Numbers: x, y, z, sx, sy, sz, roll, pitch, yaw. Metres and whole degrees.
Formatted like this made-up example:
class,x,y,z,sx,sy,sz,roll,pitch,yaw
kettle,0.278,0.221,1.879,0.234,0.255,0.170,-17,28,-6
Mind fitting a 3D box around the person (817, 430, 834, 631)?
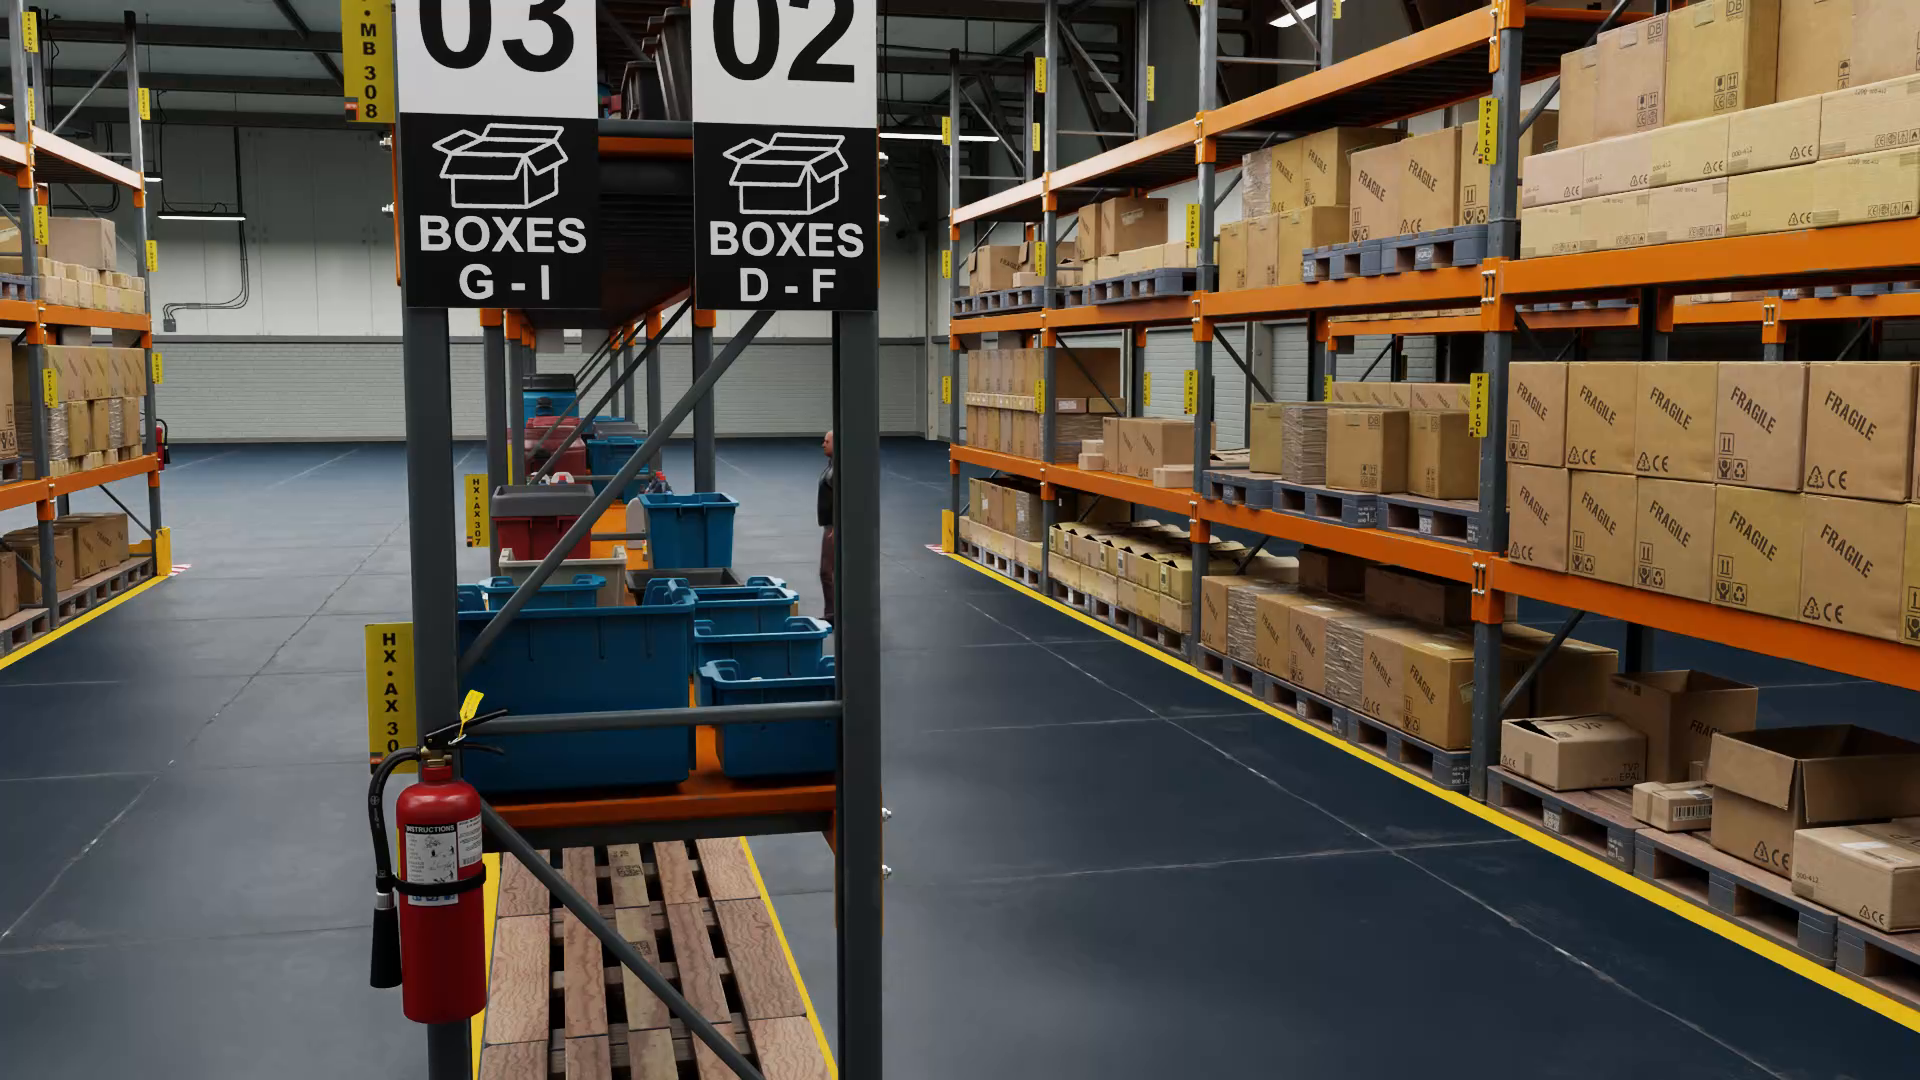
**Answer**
class,x,y,z,sx,sy,sz,roll,pitch,yaw
person,-1.103,-0.074,14.434,0.433,1.777,0.575,0,6,-4
